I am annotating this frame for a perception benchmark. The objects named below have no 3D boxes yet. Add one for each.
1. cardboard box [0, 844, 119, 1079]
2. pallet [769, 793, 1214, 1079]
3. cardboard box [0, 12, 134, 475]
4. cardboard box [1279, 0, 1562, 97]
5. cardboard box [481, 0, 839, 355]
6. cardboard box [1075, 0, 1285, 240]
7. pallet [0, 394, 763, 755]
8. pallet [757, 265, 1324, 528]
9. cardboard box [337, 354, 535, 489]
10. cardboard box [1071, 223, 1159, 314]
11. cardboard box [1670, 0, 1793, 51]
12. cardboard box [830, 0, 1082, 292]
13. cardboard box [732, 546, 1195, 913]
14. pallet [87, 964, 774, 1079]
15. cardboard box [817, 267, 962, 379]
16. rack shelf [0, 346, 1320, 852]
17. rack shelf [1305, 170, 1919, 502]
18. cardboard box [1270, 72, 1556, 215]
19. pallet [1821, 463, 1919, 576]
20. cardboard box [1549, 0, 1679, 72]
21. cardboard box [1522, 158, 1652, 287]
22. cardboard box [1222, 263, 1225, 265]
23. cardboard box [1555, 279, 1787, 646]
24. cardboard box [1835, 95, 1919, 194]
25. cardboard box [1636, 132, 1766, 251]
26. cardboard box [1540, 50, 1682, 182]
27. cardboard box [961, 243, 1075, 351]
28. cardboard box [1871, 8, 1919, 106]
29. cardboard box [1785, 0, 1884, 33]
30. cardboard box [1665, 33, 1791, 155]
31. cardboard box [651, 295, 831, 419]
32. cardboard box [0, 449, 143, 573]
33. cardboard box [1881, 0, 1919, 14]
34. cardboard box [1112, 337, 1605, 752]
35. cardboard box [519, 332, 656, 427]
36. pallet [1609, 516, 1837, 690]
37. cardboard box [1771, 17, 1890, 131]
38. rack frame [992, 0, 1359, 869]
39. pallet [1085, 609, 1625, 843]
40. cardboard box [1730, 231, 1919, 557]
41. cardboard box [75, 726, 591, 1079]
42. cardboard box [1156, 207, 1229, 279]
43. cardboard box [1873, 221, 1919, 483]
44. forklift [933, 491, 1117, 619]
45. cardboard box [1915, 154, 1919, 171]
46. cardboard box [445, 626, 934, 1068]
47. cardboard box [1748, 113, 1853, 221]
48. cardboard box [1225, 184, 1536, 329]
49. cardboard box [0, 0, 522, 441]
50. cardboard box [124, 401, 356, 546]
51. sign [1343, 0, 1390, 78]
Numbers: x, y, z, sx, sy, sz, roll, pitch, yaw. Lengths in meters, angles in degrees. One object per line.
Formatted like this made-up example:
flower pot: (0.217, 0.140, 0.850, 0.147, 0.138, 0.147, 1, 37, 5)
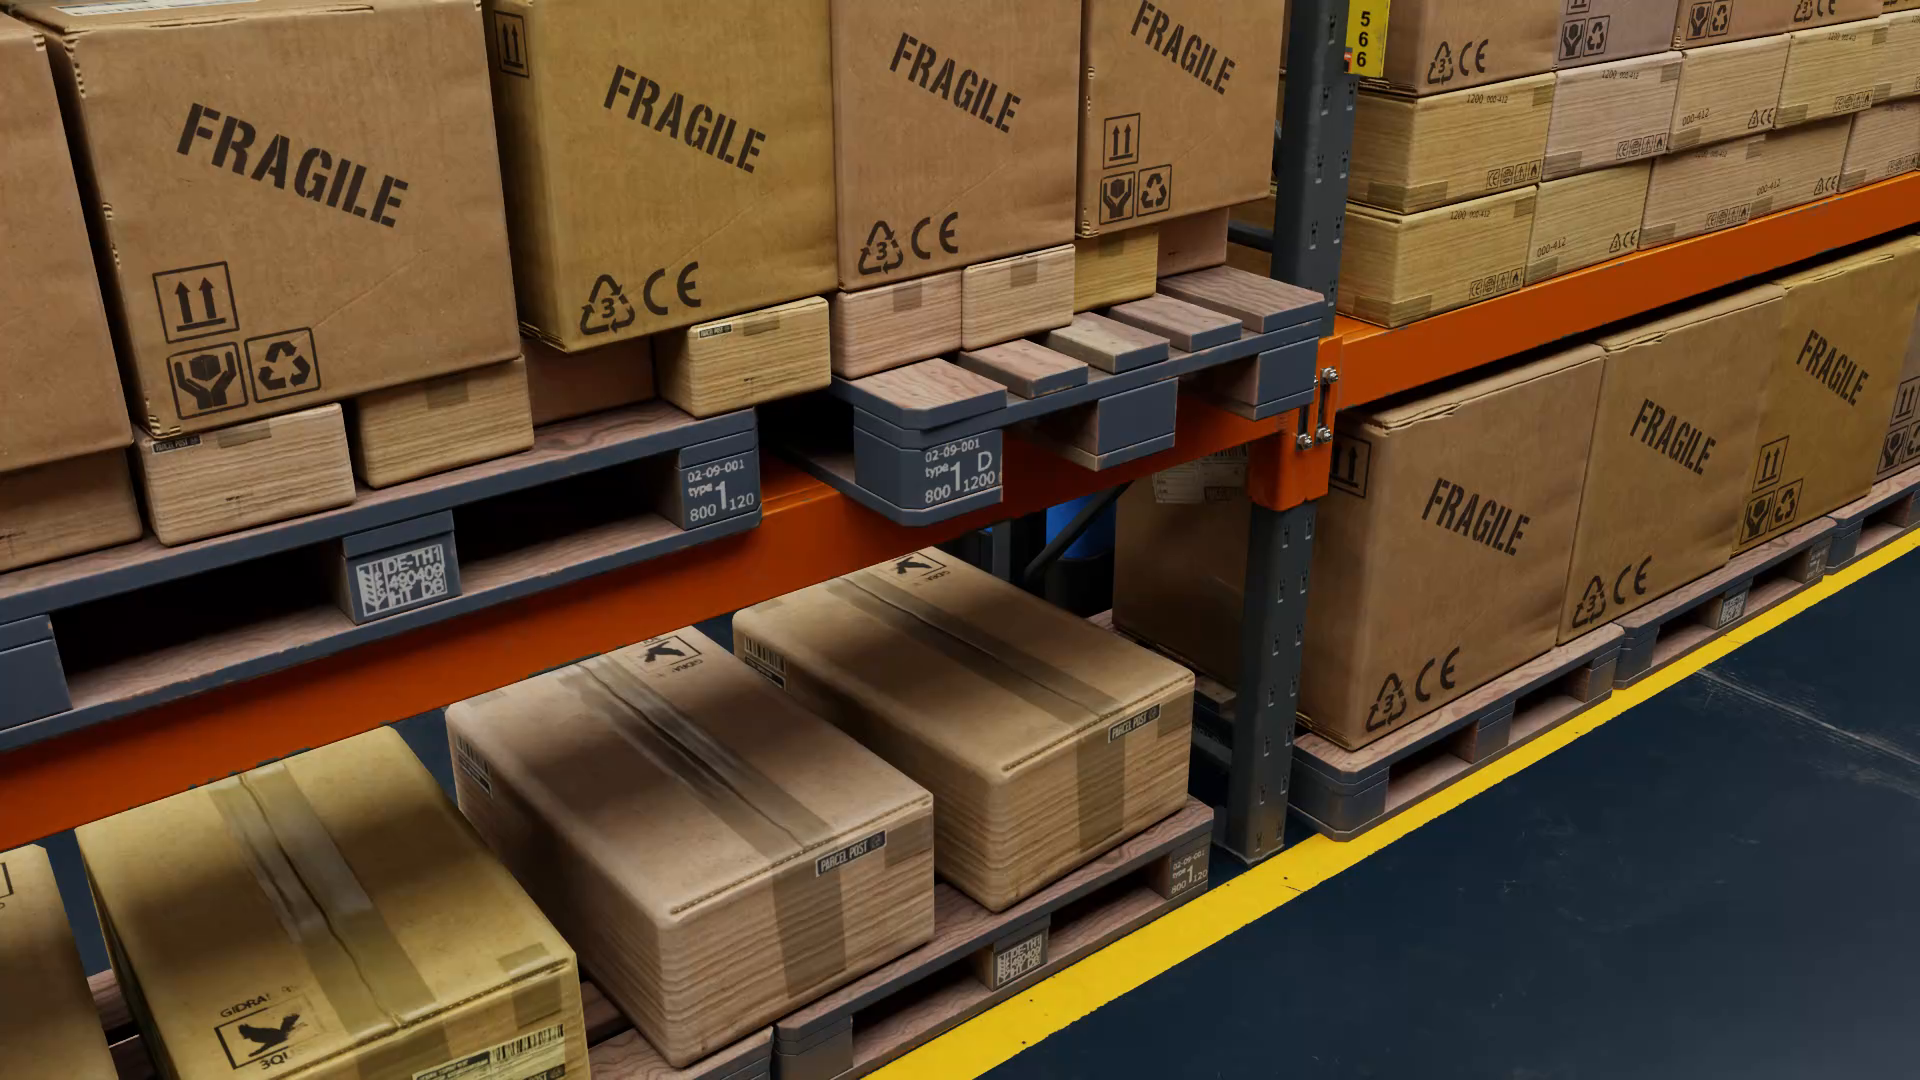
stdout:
cardboard box: (-1.731, 0.971, 2.718, 0.625, 0.372, 0.950, -16, 29, -31)
pallet: (-0.174, 0.722, 3.943, 1.213, 0.211, 1.003, -18, 31, -34)
cardboard box: (-1.369, -0.358, 1.987, 0.500, 0.500, 0.500, -18, 31, -34)
cardboard box: (0.981, -1.291, 3.662, 0.500, 0.500, 0.500, -19, 31, -36)
cardboard box: (-0.541, -0.636, 2.587, 0.500, 0.500, 0.500, -21, 32, -37)
cardboard box: (0.256, -0.906, 3.167, 0.500, 0.500, 0.500, -19, 31, -35)
pallet: (-1.091, -0.130, 2.695, 1.213, 0.211, 1.003, -18, 31, -34)
pallet: (-0.053, -0.438, 3.358, 1.003, 0.211, 1.213, -18, 31, -34)
cardboard box: (-0.841, -0.230, 2.481, 0.250, 0.149, 0.380, -19, 31, -36)
cardboard box: (0.163, -0.565, 3.204, 0.250, 0.149, 0.380, -18, 30, -33)
cardboard box: (1.782, -1.552, 4.225, 0.500, 0.500, 0.500, -17, 30, -33)
cardboard box: (-0.144, -0.768, 2.870, 0.500, 0.500, 0.500, -19, 31, -35)
cardboard box: (-0.009, 0.400, 3.948, 0.625, 0.372, 0.950, -21, 32, -37)
pallet: (-1.133, 1.037, 3.264, 1.213, 0.211, 1.003, -18, 31, -34)
cardboard box: (-0.211, -0.422, 2.895, 0.250, 0.149, 0.380, -20, 32, -36)
rack shelf: (-1.132, 0.101, 2.824, 4.000, 0.370, 1.077, -18, 31, -34)
rack shelf: (2.016, -0.938, 5.063, 4.000, 0.370, 1.077, -18, 31, -34)
cardboard box: (0.993, -0.954, 3.826, 0.500, 0.250, 0.500, -19, 31, -34)
pallet: (3.029, -0.294, 6.132, 1.213, 0.211, 1.003, -18, 31, -34)
cardboard box: (1.365, -1.423, 3.947, 0.500, 0.500, 0.500, -18, 30, -34)
cardboard box: (1.375, -0.860, 4.218, 0.500, 0.250, 0.500, -19, 31, -35)
cardboard box: (0.679, -0.894, 4.292, 0.500, 0.250, 0.500, -20, 31, -36)
cardboard box: (1.741, -0.354, 4.975, 0.875, 0.875, 0.875, -18, 30, -33)
cardboard box: (2.582, -1.259, 5.079, 0.500, 0.250, 0.500, -19, 31, -35)
cardboard box: (1.792, -0.994, 4.508, 0.500, 0.250, 0.500, -17, 30, -32)
cardboard box: (1.400, -1.088, 4.114, 0.500, 0.250, 0.500, -17, 30, -33)
cardboard box: (-0.008, -0.485, 3.031, 0.250, 0.149, 0.380, -19, 31, -34)
cardboard box: (2.600, -1.479, 4.958, 0.500, 0.250, 0.500, -17, 30, -33)
cardboard box: (2.181, -1.682, 4.505, 0.500, 0.500, 0.500, -18, 30, -33)
cardboard box: (1.800, -1.213, 4.385, 0.500, 0.250, 0.500, -18, 31, -34)
cardboard box: (-0.419, -0.346, 2.731, 0.250, 0.149, 0.380, -18, 30, -33)
cardboard box: (-1.274, -0.099, 2.200, 0.250, 0.149, 0.380, -18, 30, -34)
cardboard box: (2.579, -1.822, 4.806, 0.500, 0.500, 0.500, -17, 30, -33)
cardboard box: (1.037, -0.124, 4.478, 0.875, 0.875, 0.875, -19, 31, -34)
cardboard box: (-0.694, -0.322, 2.681, 0.250, 0.149, 0.380, -18, 30, -34)
pallet: (2.068, 0.025, 5.446, 1.213, 0.211, 1.003, -18, 31, -34)
cardboard box: (2.207, -1.340, 4.659, 0.500, 0.250, 0.500, -18, 30, -33)
rack frame: (0.442, -0.745, 3.792, 0.127, 3.000, 1.000, -18, 31, -34)
pallet: (1.109, 0.340, 4.767, 1.213, 0.211, 1.003, -18, 31, -34)
cardboard box: (2.445, -0.586, 5.475, 0.875, 0.875, 0.875, -17, 30, -33)
cardboard box: (-1.185, 0.789, 3.109, 0.625, 0.372, 0.950, -17, 30, -32)
cardboard box: (0.329, -0.658, 3.405, 0.250, 0.149, 0.380, -17, 30, -32)
cardboard box: (3.151, -0.823, 5.986, 0.875, 0.875, 0.875, -17, 30, -32)
forklift: (-0.455, -1.551, 5.609, 3.031, 2.935, 1.130, 20, 32, 36)
cardboard box: (2.990, -1.384, 5.347, 0.500, 0.250, 0.500, -19, 31, -35)
cardboard box: (-0.585, 0.594, 3.529, 0.625, 0.372, 0.950, -19, 31, -35)
cardboard box: (2.178, -1.124, 4.786, 0.500, 0.250, 0.500, -18, 31, -34)
cardboard box: (0.982, -0.721, 3.918, 0.500, 0.250, 0.500, -19, 31, -35)
cardboard box: (-0.971, -0.495, 2.282, 0.500, 0.500, 0.500, -20, 31, -36)
cardboard box: (-1.033, -0.151, 2.311, 0.250, 0.149, 0.380, -17, 30, -32)
sign: (0.784, -1.057, 3.183, 0.005, 0.325, 0.100, -18, 31, -34)
